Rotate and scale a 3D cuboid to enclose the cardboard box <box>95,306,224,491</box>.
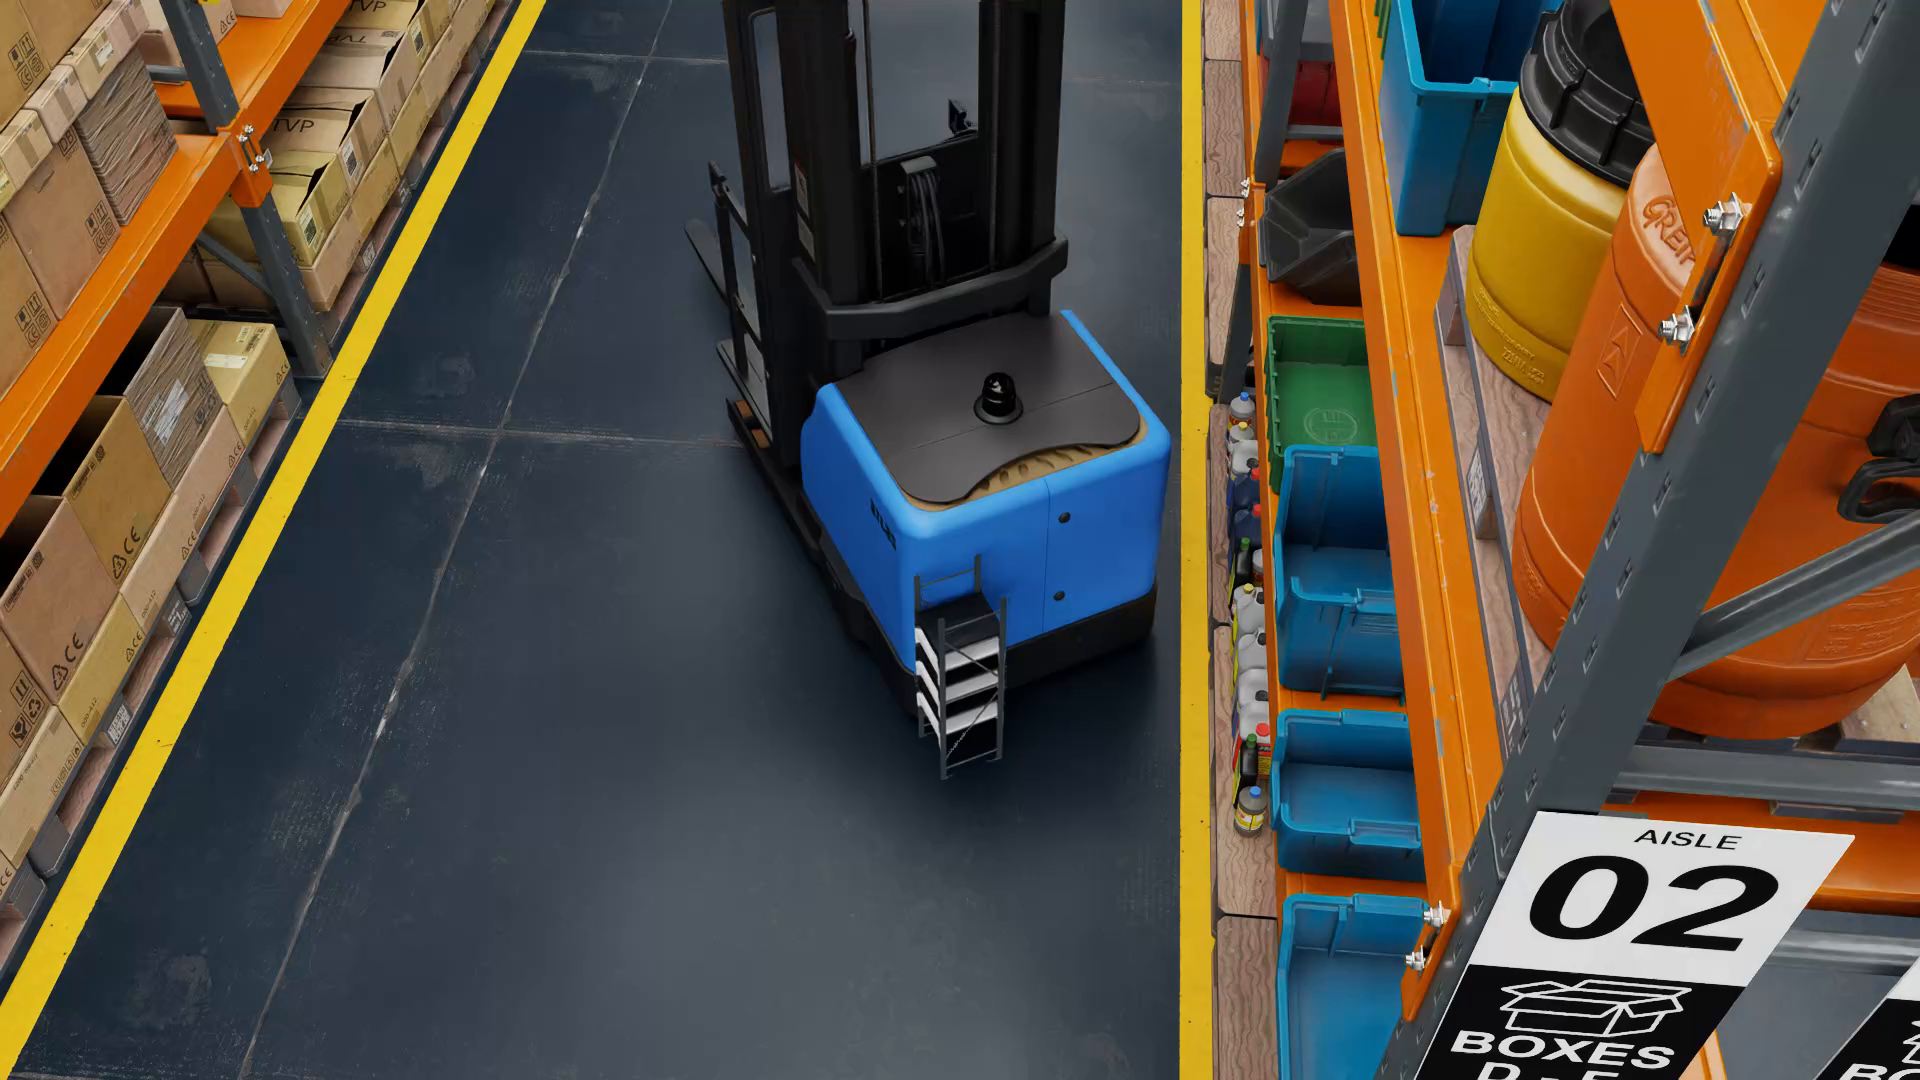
[{"bbox_3d":[-3.211,-0.548,6.315,0.500,0.500,0.500,4,48,4],"label":"cardboard box"}]

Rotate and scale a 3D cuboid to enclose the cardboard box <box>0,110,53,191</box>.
[{"bbox_3d":[-3.210,-1.274,5.401,0.380,0.149,0.250,4,48,3],"label":"cardboard box"}]

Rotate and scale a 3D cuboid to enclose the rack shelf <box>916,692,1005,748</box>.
[{"bbox_3d":[0.000,0.599,5.907,0.258,0.077,0.200,-18,50,-16],"label":"rack shelf"}]

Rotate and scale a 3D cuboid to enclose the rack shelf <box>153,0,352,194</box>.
[{"bbox_3d":[-3.147,-3.030,8.002,1.077,0.370,4.000,4,48,4],"label":"rack shelf"}]

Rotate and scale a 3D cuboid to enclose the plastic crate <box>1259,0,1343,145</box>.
[{"bbox_3d":[1.342,-1.865,6.405,0.402,0.464,0.583,4,48,4],"label":"plastic crate"}]

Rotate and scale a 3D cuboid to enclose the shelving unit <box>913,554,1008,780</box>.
[{"bbox_3d":[0.000,0.455,5.749,0.258,0.900,0.210,-18,50,-16],"label":"shelving unit"}]

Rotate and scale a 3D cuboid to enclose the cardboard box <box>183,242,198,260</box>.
[{"bbox_3d":[-3.578,-1.523,7.335,0.500,0.311,0.500,4,48,4],"label":"cardboard box"}]

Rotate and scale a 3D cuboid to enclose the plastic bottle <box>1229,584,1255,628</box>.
[{"bbox_3d":[1.050,0.239,6.122,0.097,0.201,0.097,0,48,0],"label":"plastic bottle"}]

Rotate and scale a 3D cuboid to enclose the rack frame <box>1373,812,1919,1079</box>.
[{"bbox_3d":[1.239,1.472,3.396,1.000,3.000,0.127,4,48,4],"label":"rack frame"}]

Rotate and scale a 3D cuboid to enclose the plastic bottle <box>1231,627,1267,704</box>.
[{"bbox_3d":[1.043,0.432,5.845,0.144,0.351,0.185,6,48,5],"label":"plastic bottle"}]

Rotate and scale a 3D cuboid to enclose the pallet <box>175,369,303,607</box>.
[{"bbox_3d":[-3.444,-0.280,6.889,1.003,0.211,1.213,4,48,4],"label":"pallet"}]

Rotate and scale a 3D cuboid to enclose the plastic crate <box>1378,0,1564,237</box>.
[{"bbox_3d":[1.112,-0.956,3.596,0.392,0.384,0.575,4,48,4],"label":"plastic crate"}]

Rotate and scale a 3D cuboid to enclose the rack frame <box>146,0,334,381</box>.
[{"bbox_3d":[-3.329,-1.803,6.392,1.000,3.000,0.127,4,48,4],"label":"rack frame"}]

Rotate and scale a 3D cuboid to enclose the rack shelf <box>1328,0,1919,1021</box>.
[{"bbox_3d":[1.421,-0.767,3.899,1.077,0.370,4.000,4,48,4],"label":"rack shelf"}]

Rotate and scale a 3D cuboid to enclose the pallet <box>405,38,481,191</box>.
[{"bbox_3d":[-3.192,-2.305,8.741,1.003,0.211,1.213,4,48,4],"label":"pallet"}]

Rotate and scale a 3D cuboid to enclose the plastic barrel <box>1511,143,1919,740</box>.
[{"bbox_3d":[1.156,-0.192,2.311,0.600,0.830,0.708,4,48,4],"label":"plastic barrel"}]

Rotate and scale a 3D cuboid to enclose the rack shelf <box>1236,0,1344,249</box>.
[{"bbox_3d":[1.785,-2.694,7.694,1.077,0.370,4.000,4,48,4],"label":"rack shelf"}]

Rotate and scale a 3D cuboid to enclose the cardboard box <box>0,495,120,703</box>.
[{"bbox_3d":[-3.284,0.189,5.641,0.500,0.500,0.500,4,48,4],"label":"cardboard box"}]

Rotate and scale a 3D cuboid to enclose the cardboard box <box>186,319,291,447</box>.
[{"bbox_3d":[-3.154,-0.661,6.927,0.500,0.250,0.500,4,48,4],"label":"cardboard box"}]

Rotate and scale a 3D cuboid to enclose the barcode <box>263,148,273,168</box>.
[{"bbox_3d":[-2.891,-1.591,6.944,0.001,0.075,0.075,4,48,4],"label":"barcode"}]

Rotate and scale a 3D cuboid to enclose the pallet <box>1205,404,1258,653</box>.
[{"bbox_3d":[1.500,-0.035,6.665,1.003,0.211,1.213,4,48,4],"label":"pallet"}]

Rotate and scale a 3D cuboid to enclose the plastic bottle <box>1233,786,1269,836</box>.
[{"bbox_3d":[0.969,0.889,5.528,0.097,0.201,0.097,0,48,0],"label":"plastic bottle"}]

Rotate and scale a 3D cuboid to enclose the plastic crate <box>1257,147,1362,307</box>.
[{"bbox_3d":[1.429,-1.070,5.764,0.767,0.338,0.504,4,48,4],"label":"plastic crate"}]

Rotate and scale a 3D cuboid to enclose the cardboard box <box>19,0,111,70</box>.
[{"bbox_3d":[-3.363,-1.948,5.578,0.700,0.500,0.500,4,48,4],"label":"cardboard box"}]

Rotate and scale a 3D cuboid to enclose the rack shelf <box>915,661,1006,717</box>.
[{"bbox_3d":[0.000,0.478,5.774,0.258,0.077,0.200,-18,50,-16],"label":"rack shelf"}]

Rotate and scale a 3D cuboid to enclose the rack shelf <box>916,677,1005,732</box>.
[{"bbox_3d":[0.000,0.539,5.841,0.258,0.077,0.200,-18,50,-16],"label":"rack shelf"}]

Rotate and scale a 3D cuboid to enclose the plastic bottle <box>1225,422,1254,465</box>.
[{"bbox_3d":[1.128,-0.392,6.700,0.097,0.201,0.097,0,48,0],"label":"plastic bottle"}]

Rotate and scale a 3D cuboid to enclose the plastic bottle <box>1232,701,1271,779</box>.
[{"bbox_3d":[1.020,0.681,5.668,0.152,0.276,0.135,4,48,4],"label":"plastic bottle"}]

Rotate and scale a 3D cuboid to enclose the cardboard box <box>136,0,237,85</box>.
[{"bbox_3d":[-3.328,-2.117,6.781,0.500,0.250,0.500,7,48,6],"label":"cardboard box"}]

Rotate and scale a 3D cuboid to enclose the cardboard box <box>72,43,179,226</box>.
[{"bbox_3d":[-3.363,-1.510,6.057,0.700,0.500,0.500,3,48,3],"label":"cardboard box"}]

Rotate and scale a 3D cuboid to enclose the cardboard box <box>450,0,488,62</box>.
[{"bbox_3d":[-2.862,-2.804,8.887,0.500,0.250,0.500,5,48,4],"label":"cardboard box"}]

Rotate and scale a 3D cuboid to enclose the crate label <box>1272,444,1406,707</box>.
[{"bbox_3d":[1.137,0.090,4.637,0.502,0.435,0.616,4,48,4],"label":"crate label"}]

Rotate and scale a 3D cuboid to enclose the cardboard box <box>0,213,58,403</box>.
[{"bbox_3d":[-3.455,-0.754,5.365,0.700,0.500,0.500,5,48,4],"label":"cardboard box"}]

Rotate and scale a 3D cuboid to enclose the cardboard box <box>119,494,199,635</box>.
[{"bbox_3d":[-3.240,0.074,6.254,0.500,0.250,0.500,4,48,4],"label":"cardboard box"}]

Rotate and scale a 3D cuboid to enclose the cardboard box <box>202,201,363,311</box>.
[{"bbox_3d":[-3.046,-1.296,7.508,0.500,0.250,0.500,3,48,3],"label":"cardboard box"}]

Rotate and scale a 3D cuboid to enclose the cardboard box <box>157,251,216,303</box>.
[{"bbox_3d":[-3.580,-1.341,7.548,0.500,0.250,0.500,3,48,3],"label":"cardboard box"}]

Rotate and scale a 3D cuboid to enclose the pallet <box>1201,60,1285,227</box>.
[{"bbox_3d":[1.745,-2.004,8.466,1.003,0.211,1.213,4,48,4],"label":"pallet"}]

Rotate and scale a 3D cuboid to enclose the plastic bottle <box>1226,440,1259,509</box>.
[{"bbox_3d":[1.135,-0.252,6.521,0.152,0.276,0.135,5,48,5],"label":"plastic bottle"}]

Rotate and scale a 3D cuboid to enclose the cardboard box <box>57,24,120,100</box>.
[{"bbox_3d":[-3.165,-1.660,5.754,0.380,0.149,0.250,3,48,3],"label":"cardboard box"}]

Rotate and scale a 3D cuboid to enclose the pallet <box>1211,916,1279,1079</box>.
[{"bbox_3d":[1.278,1.758,5.025,1.003,0.211,1.213,4,48,4],"label":"pallet"}]

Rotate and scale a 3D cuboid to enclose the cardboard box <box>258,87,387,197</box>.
[{"bbox_3d":[-2.993,-1.860,7.643,0.500,0.311,0.500,3,48,3],"label":"cardboard box"}]

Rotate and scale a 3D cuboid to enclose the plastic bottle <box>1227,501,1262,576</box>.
[{"bbox_3d":[1.099,-0.017,6.256,0.144,0.351,0.185,2,48,2],"label":"plastic bottle"}]

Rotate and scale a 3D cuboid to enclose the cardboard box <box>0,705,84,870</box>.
[{"bbox_3d":[-3.336,0.809,5.582,0.500,0.250,0.500,4,48,4],"label":"cardboard box"}]

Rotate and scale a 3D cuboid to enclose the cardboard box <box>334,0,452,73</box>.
[{"bbox_3d":[-2.905,-2.623,8.341,0.500,0.311,0.500,5,48,5],"label":"cardboard box"}]

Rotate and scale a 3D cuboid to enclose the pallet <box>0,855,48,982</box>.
[{"bbox_3d":[-3.666,1.513,5.249,1.003,0.211,1.213,4,48,4],"label":"pallet"}]

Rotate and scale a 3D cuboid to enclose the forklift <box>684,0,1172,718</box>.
[{"bbox_3d":[-0.347,-1.438,6.105,1.130,2.935,3.031,-19,50,-17],"label":"forklift"}]

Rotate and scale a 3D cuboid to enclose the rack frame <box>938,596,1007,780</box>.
[{"bbox_3d":[0.041,0.524,5.687,0.240,0.900,0.006,-18,50,-16],"label":"rack frame"}]

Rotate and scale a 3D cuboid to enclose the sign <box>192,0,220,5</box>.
[{"bbox_3d":[-2.776,-2.085,6.010,0.100,0.325,0.005,4,48,4],"label":"sign"}]

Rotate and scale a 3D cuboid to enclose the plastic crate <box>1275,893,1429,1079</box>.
[{"bbox_3d":[0.986,1.135,3.806,0.499,0.251,0.616,4,48,4],"label":"plastic crate"}]

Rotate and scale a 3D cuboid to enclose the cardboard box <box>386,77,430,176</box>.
[{"bbox_3d":[-2.953,-2.053,8.199,0.500,0.250,0.500,3,48,2],"label":"cardboard box"}]
